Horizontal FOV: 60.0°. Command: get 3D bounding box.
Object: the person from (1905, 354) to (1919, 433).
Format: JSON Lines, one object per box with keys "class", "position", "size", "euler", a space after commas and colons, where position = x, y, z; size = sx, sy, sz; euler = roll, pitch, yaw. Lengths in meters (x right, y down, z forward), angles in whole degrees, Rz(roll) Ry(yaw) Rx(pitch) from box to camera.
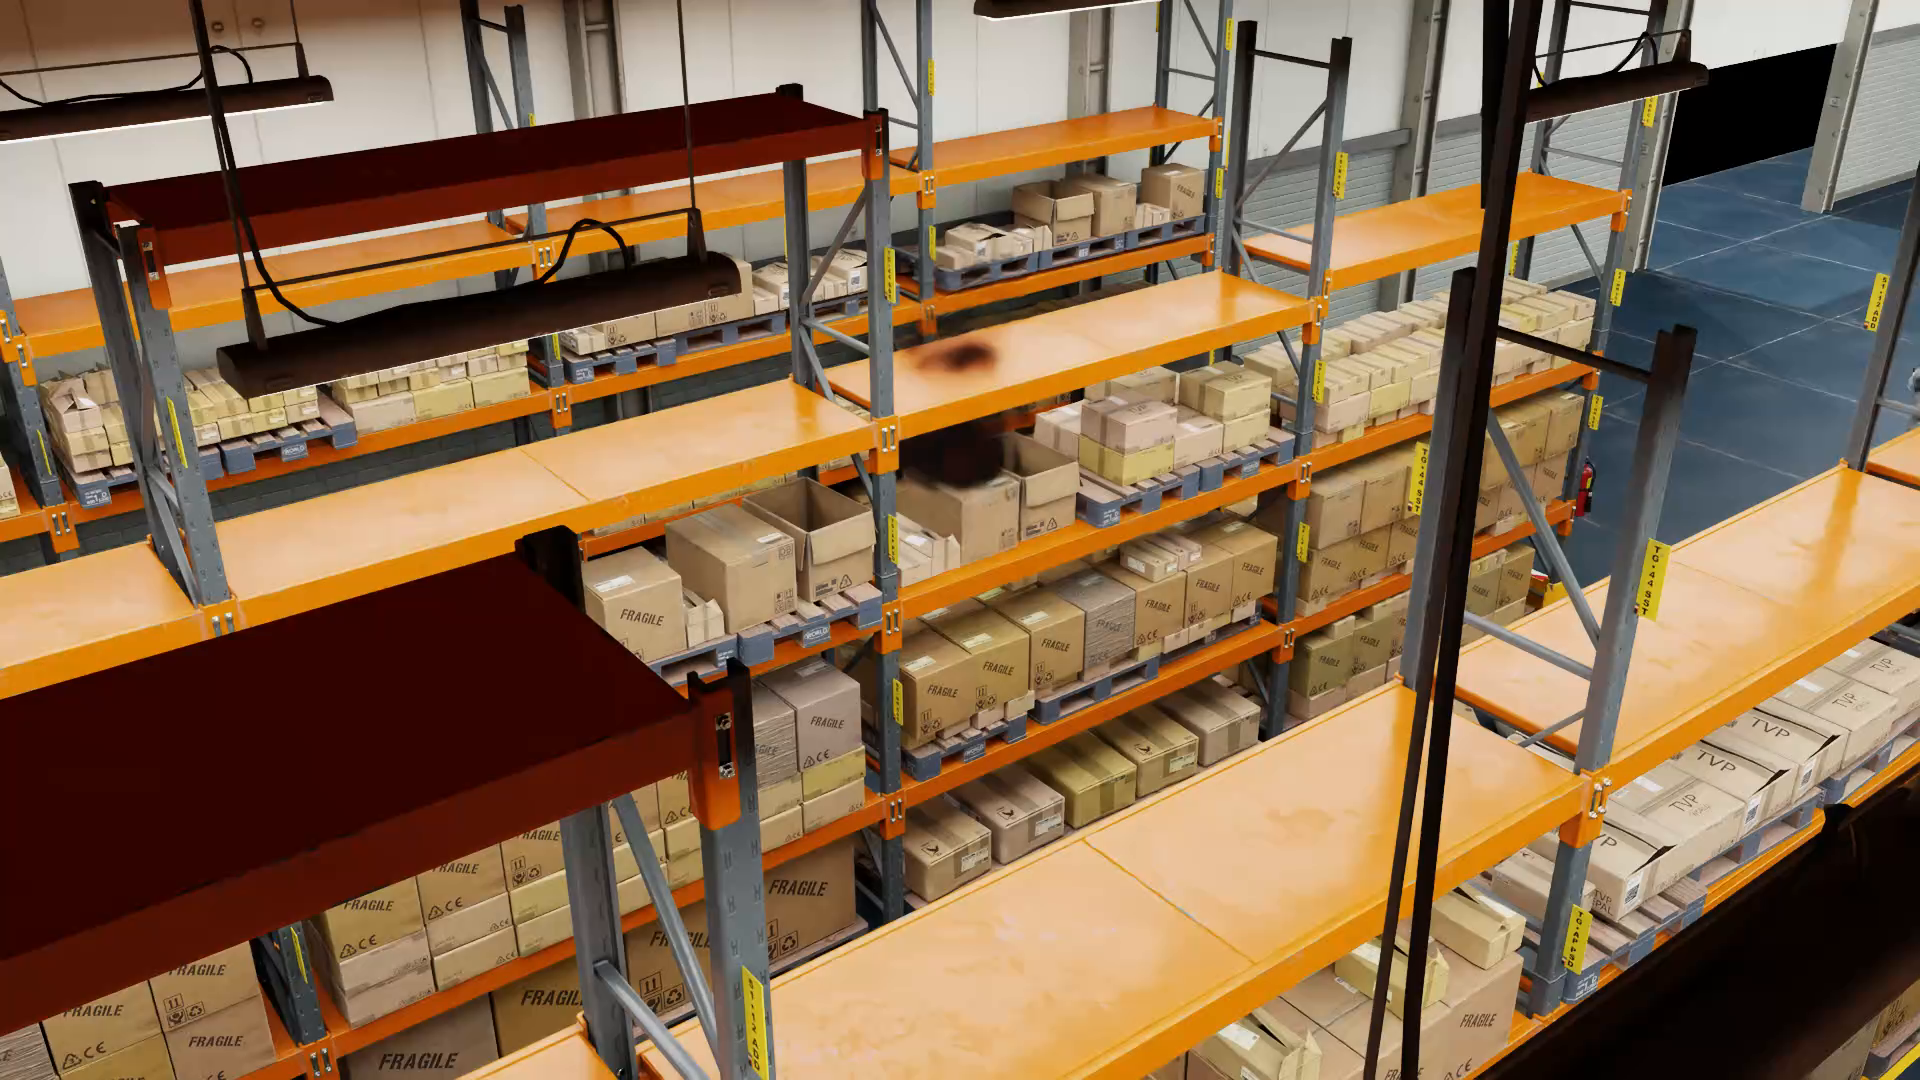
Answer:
{"class": "person", "position": [11.497, -1.717, 19.727], "size": [0.626, 1.702, 0.867], "euler": [5, 26, 9]}
